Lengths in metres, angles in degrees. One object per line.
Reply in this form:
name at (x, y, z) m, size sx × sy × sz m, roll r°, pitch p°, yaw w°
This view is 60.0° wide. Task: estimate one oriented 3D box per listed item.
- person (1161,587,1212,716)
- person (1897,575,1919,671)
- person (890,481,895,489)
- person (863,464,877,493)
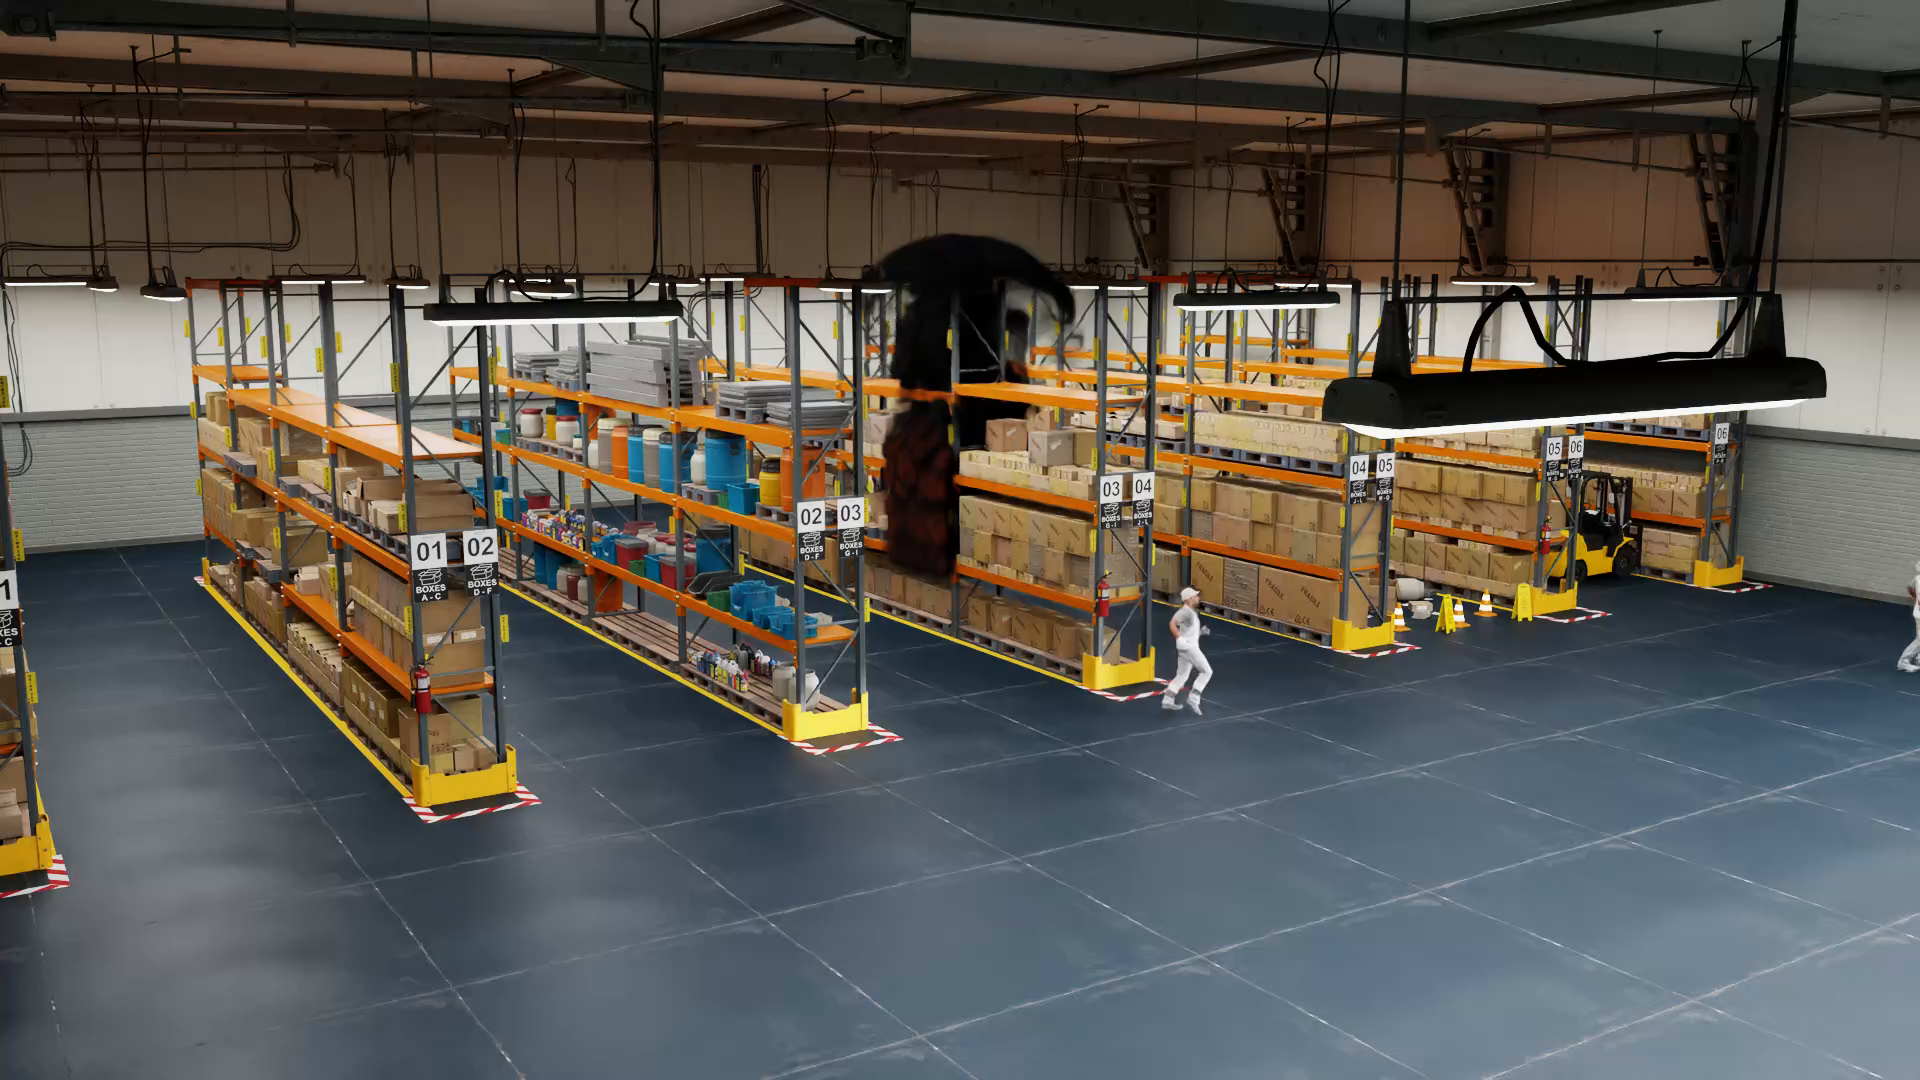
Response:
person at (3.199, 1.555, 23.488) m, size 0.693 × 1.781 × 0.656 m, roll 0°, pitch 10°, yaw 2°
person at (14.939, 1.172, 25.693) m, size 0.666 × 1.756 × 0.682 m, roll 5°, pitch 11°, yaw 30°
person at (-1.835, -1.551, 41.994) m, size 0.689 × 1.820 × 0.642 m, roll -8°, pitch 12°, yaw -39°
person at (-2.146, -0.888, 38.009) m, size 0.725 × 1.716 × 0.773 m, roll -4°, pitch 10°, yaw -24°
